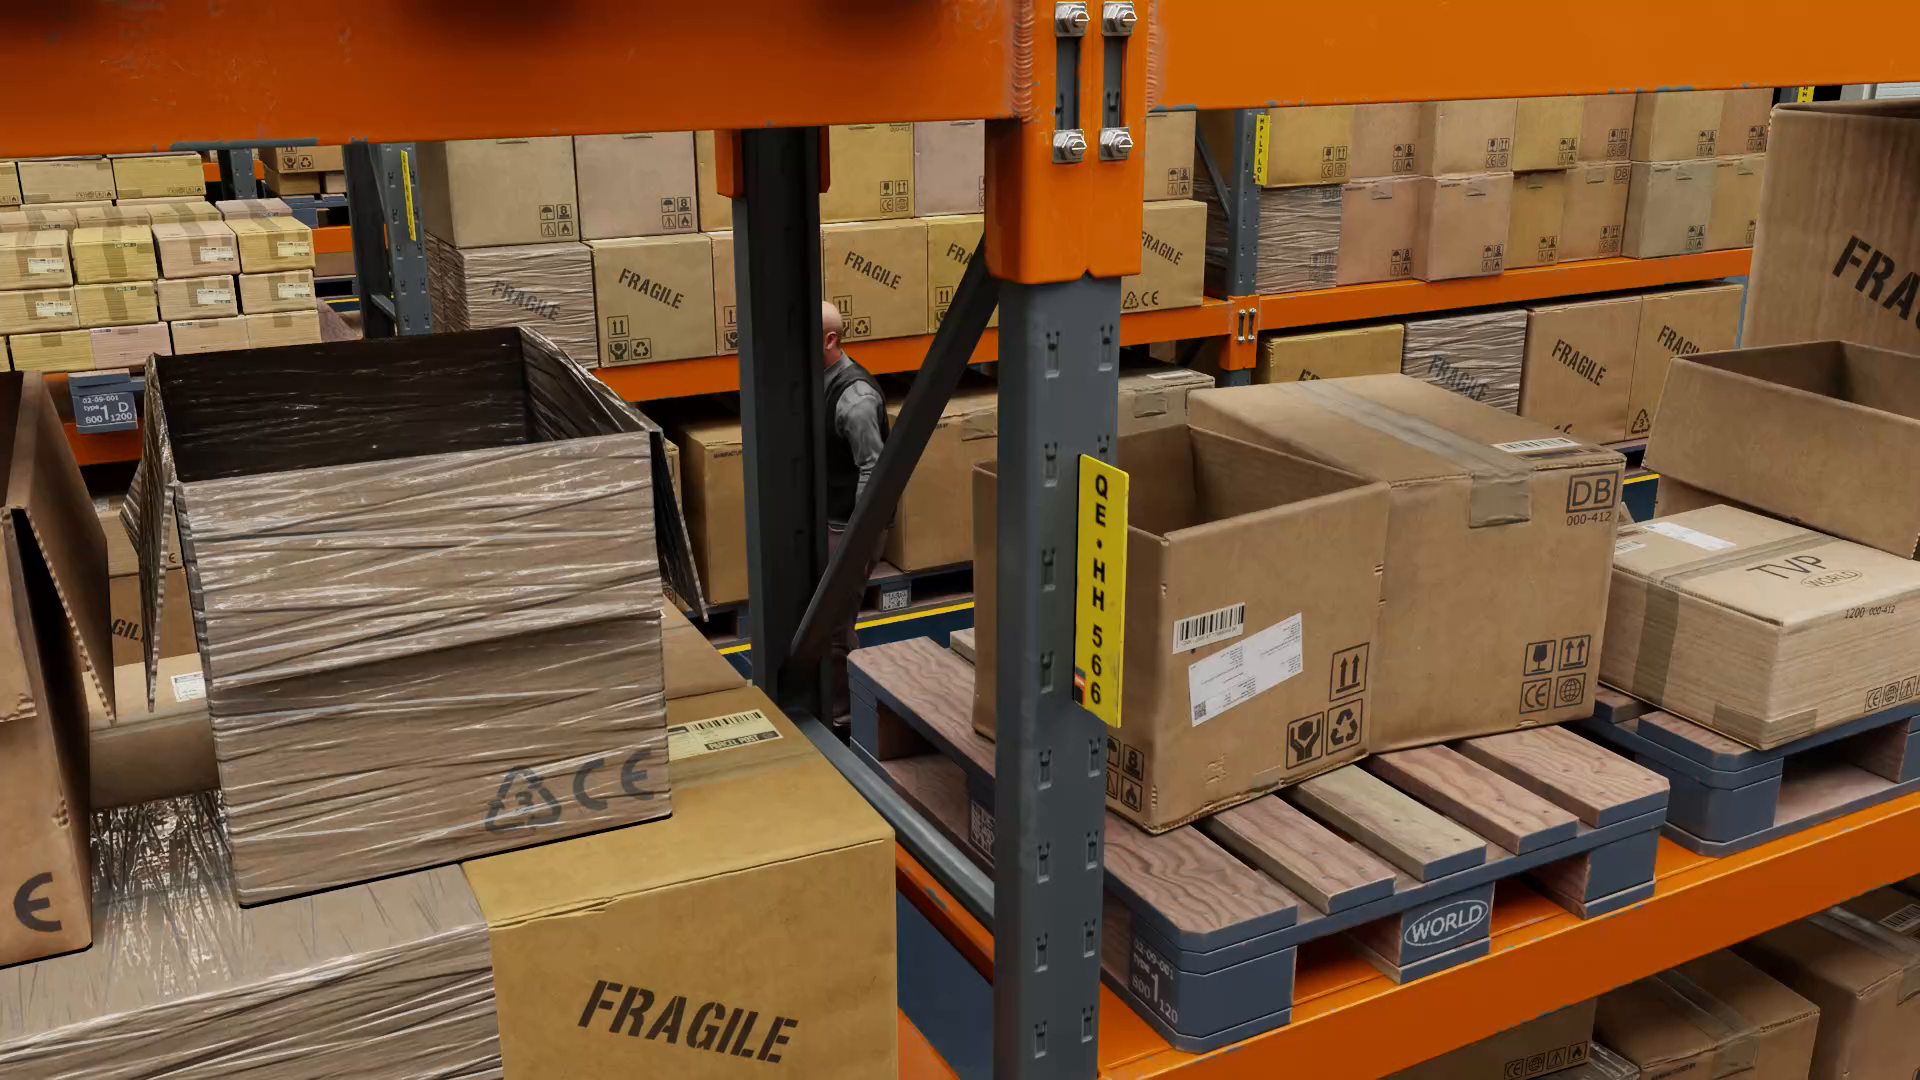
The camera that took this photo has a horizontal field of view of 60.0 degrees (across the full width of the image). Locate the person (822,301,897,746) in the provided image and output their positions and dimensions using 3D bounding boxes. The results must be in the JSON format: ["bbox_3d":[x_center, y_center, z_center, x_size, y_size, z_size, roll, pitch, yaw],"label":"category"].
[{"bbox_3d":[-0.483,-0.053,6.255,0.469,1.722,0.594,-11,21,-30],"label":"person"}]
